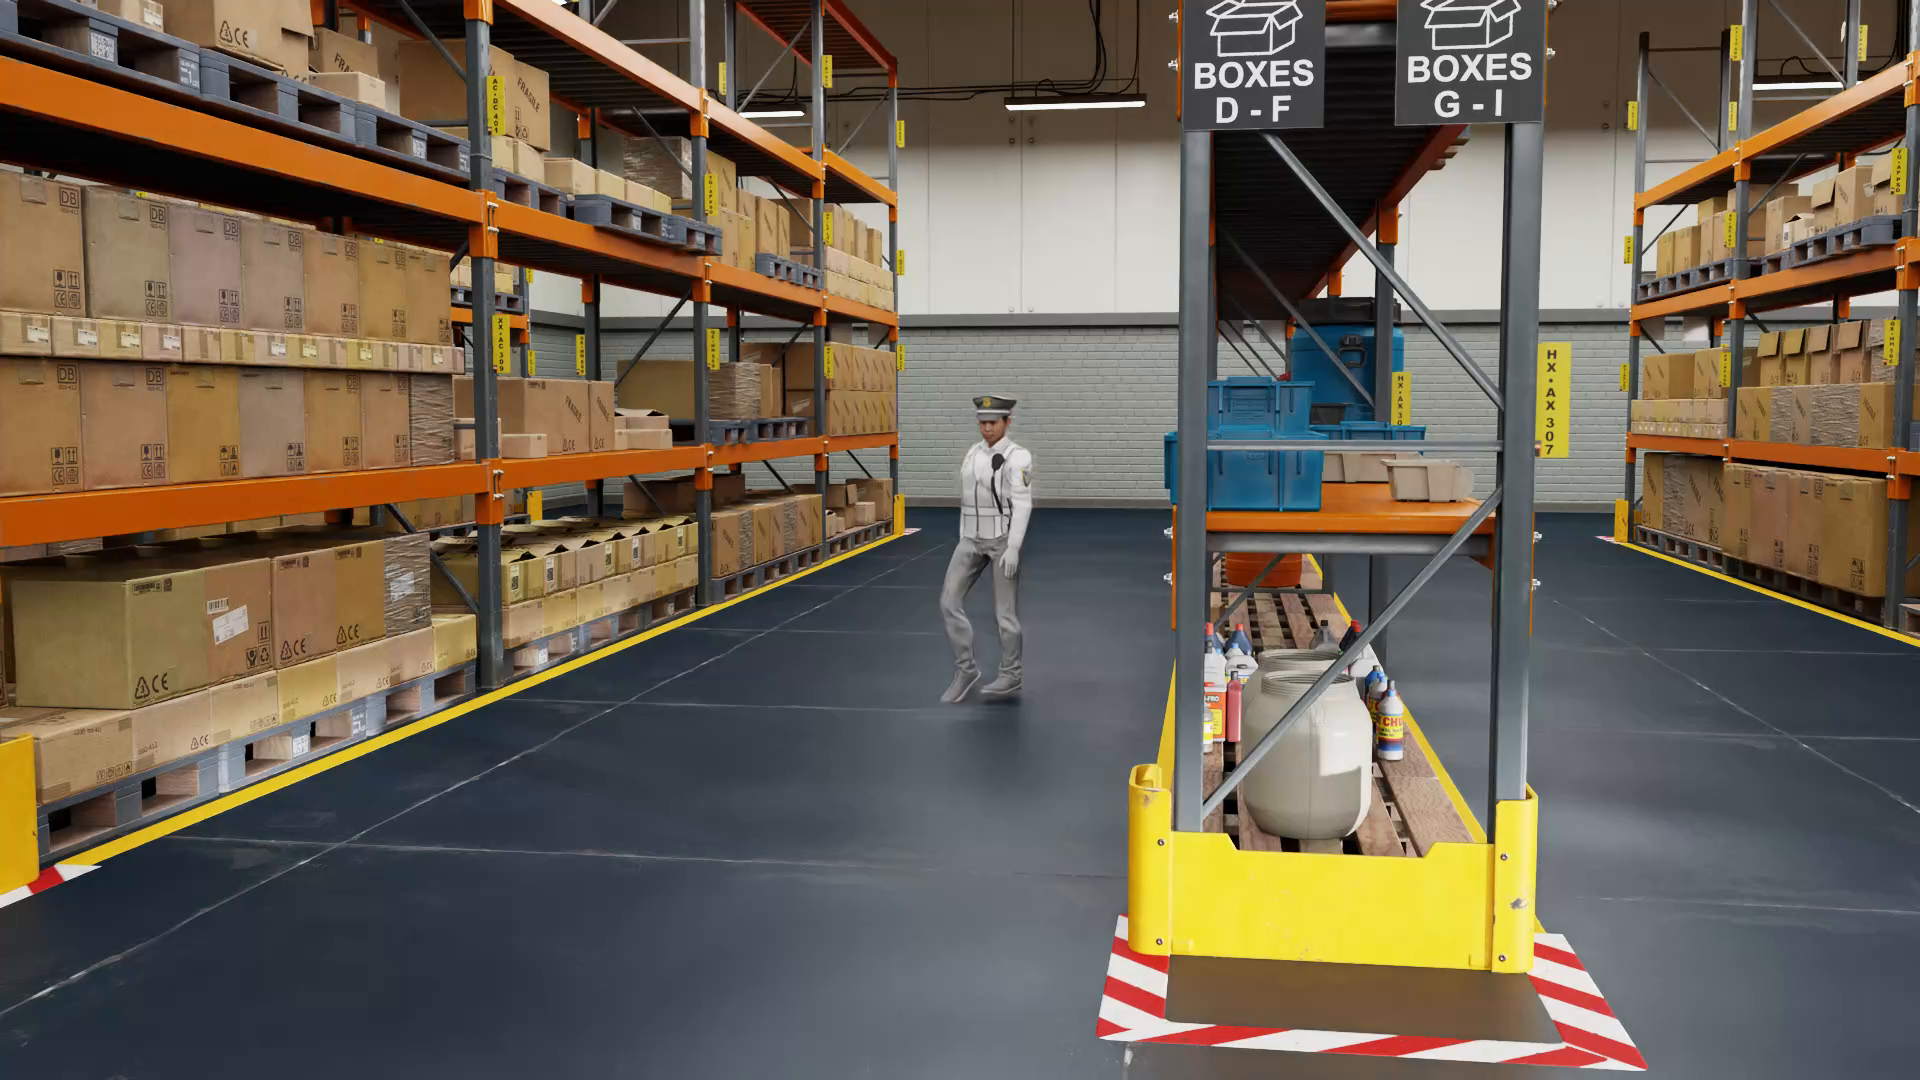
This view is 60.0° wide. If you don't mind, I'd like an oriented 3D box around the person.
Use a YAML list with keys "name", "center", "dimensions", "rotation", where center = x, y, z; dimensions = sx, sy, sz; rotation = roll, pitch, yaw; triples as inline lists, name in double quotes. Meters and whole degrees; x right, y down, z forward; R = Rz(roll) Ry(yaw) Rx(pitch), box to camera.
- name: "person"
  center: [0.165, 0.066, 9.130]
  dimensions: [0.527, 1.717, 0.487]
  rotation: [4, 6, 38]
